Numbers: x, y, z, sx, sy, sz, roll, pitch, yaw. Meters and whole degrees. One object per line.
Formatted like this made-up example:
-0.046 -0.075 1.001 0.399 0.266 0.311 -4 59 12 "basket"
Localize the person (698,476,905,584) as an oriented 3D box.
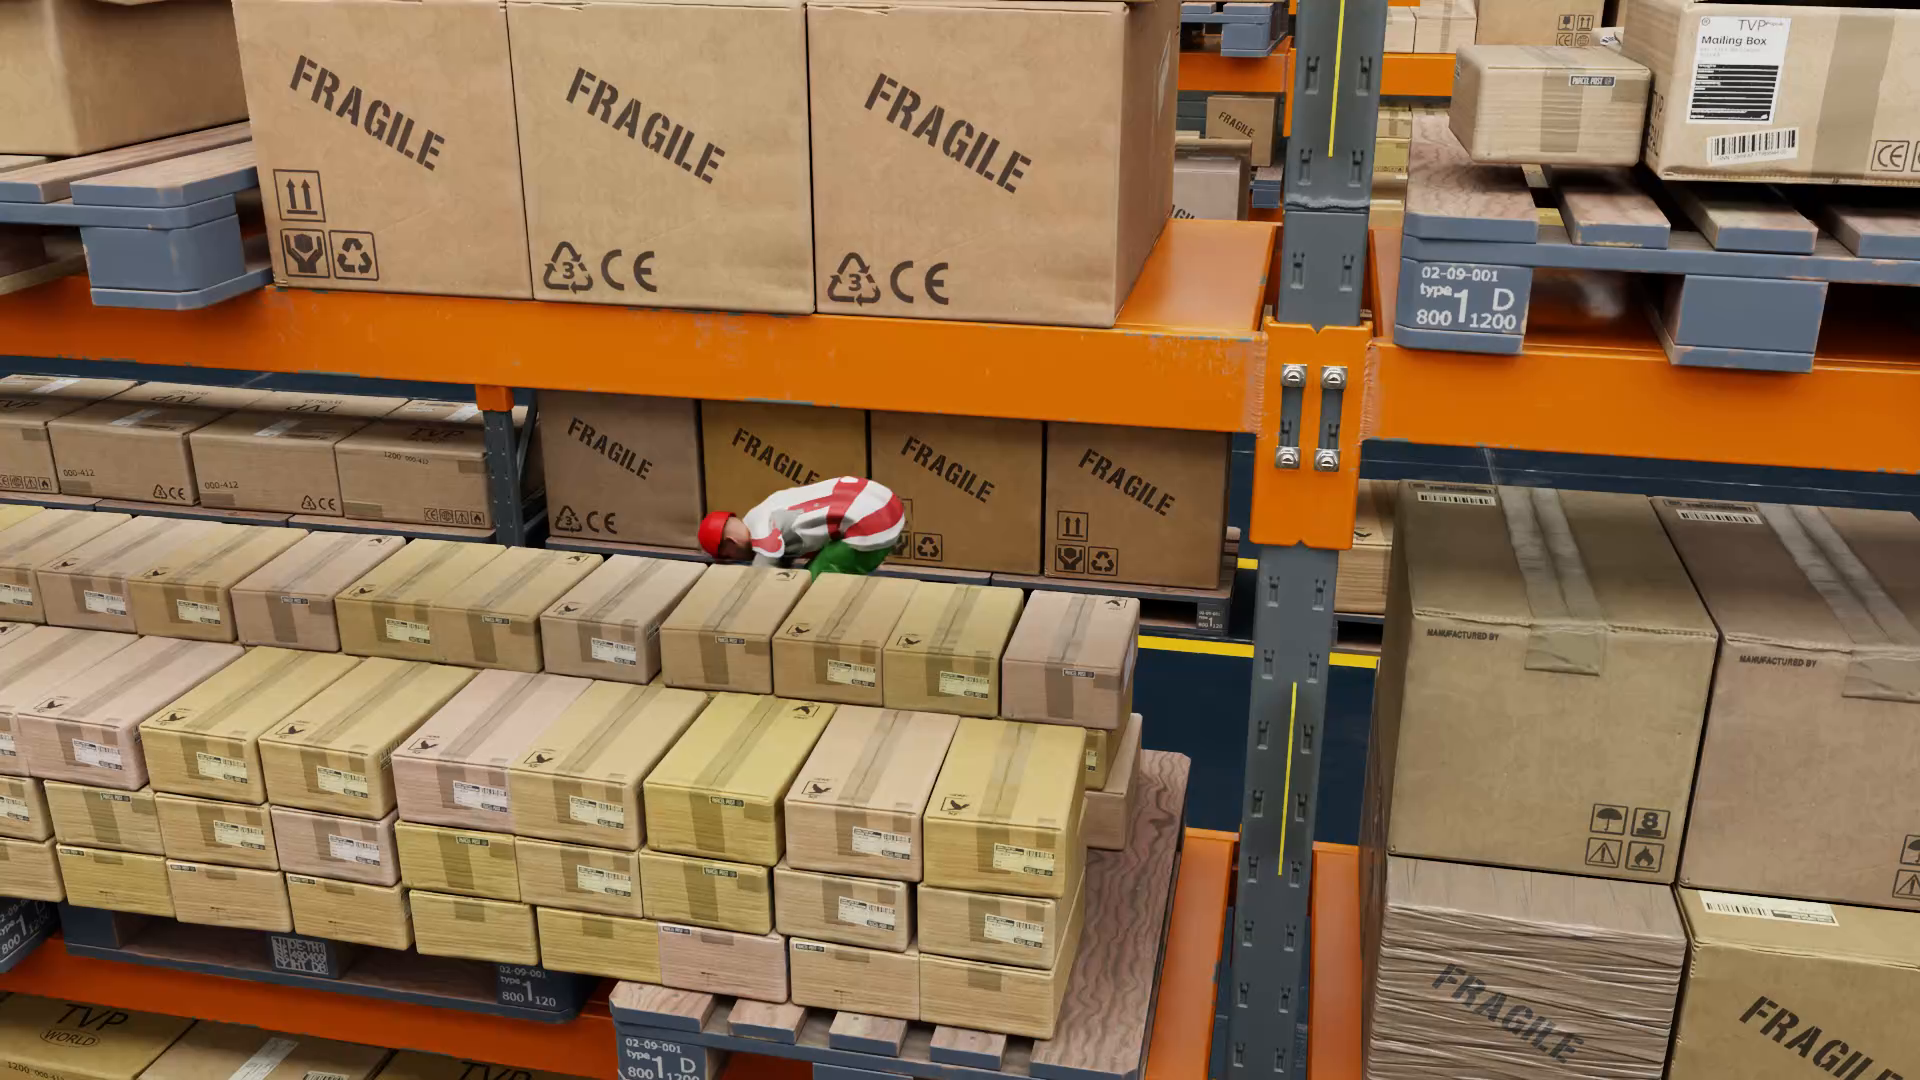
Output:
-0.726 0.204 7.592 0.951 1.010 0.522 3 22 8 "person"
